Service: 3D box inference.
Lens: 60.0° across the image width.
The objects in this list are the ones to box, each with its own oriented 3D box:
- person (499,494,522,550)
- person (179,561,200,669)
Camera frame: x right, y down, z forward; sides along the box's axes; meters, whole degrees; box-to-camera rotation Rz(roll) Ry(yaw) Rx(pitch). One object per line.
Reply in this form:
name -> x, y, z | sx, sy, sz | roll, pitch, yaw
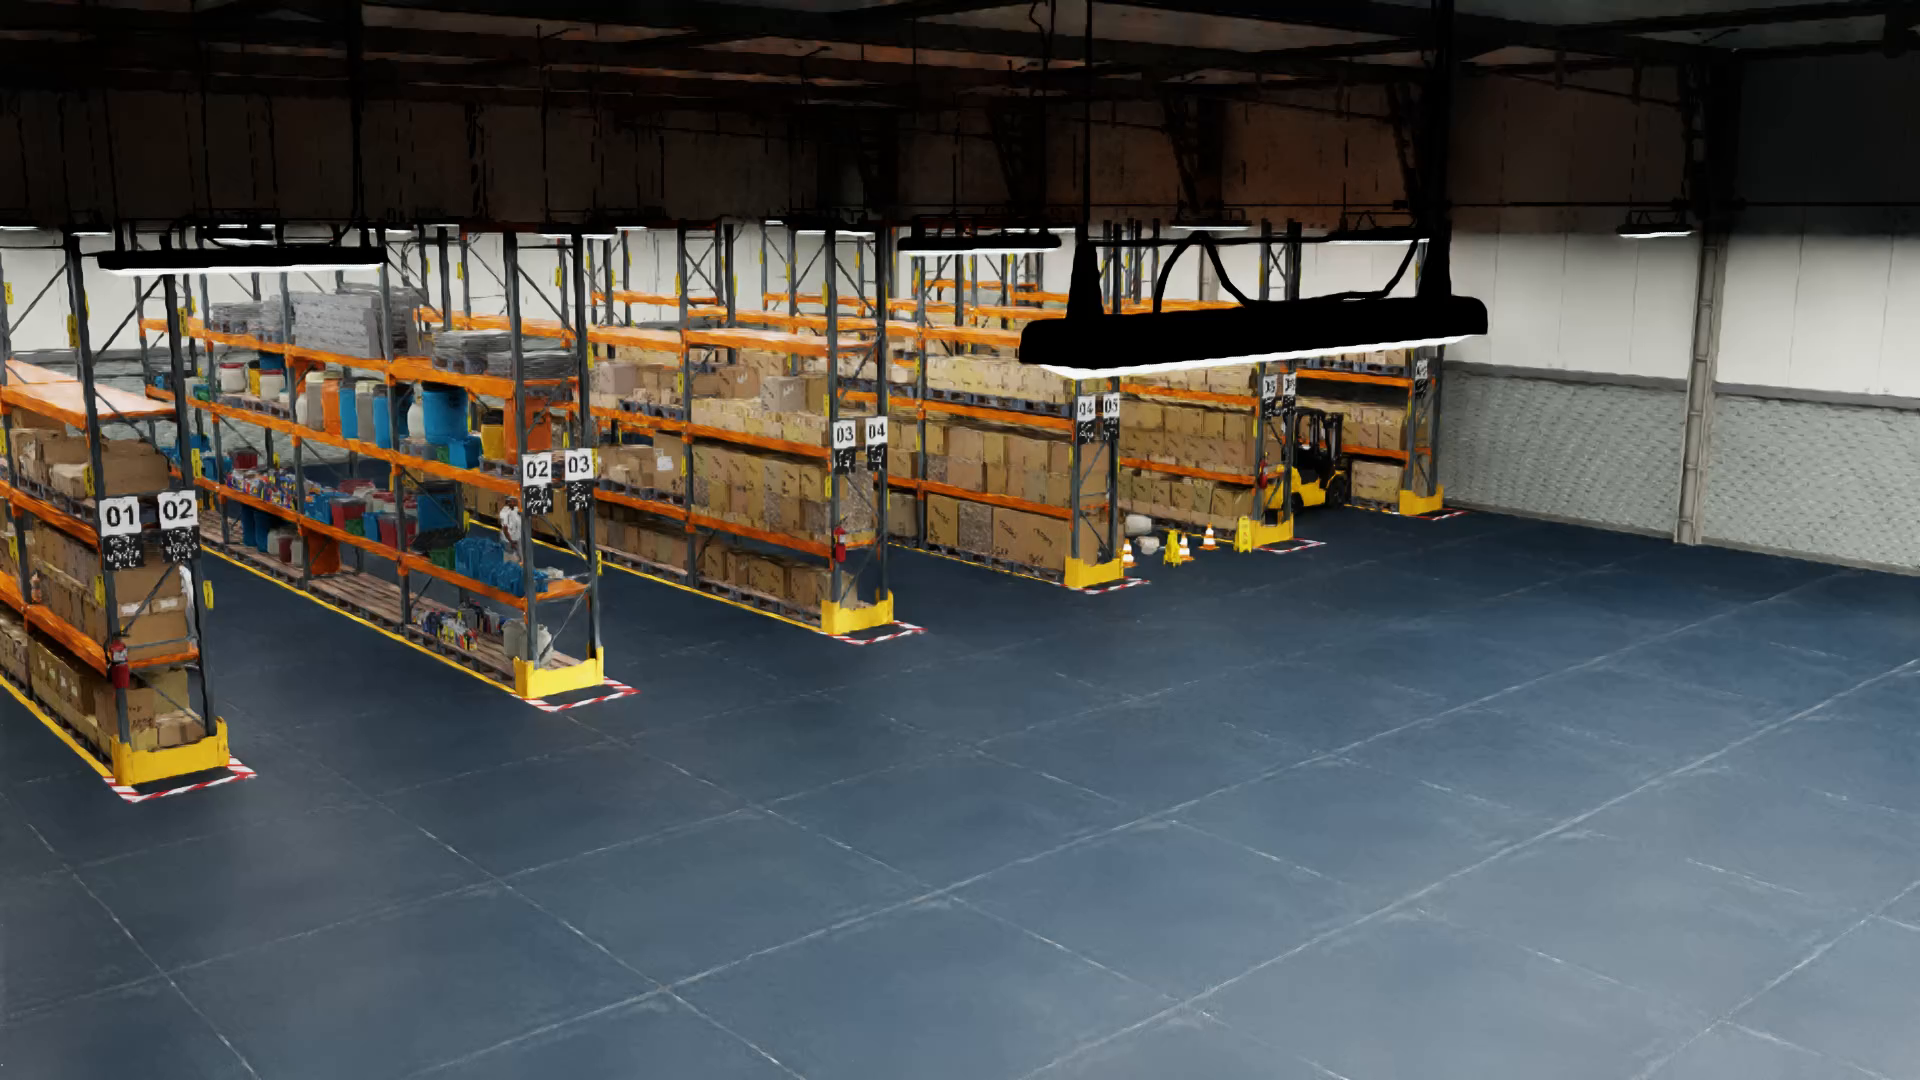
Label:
person -> -7.488, -0.023, 27.814 | 0.996, 1.604, 0.448 | 10, 15, 40
person -> -10.723, 0.965, 23.009 | 0.538, 1.712, 0.361 | 4, 12, 21
